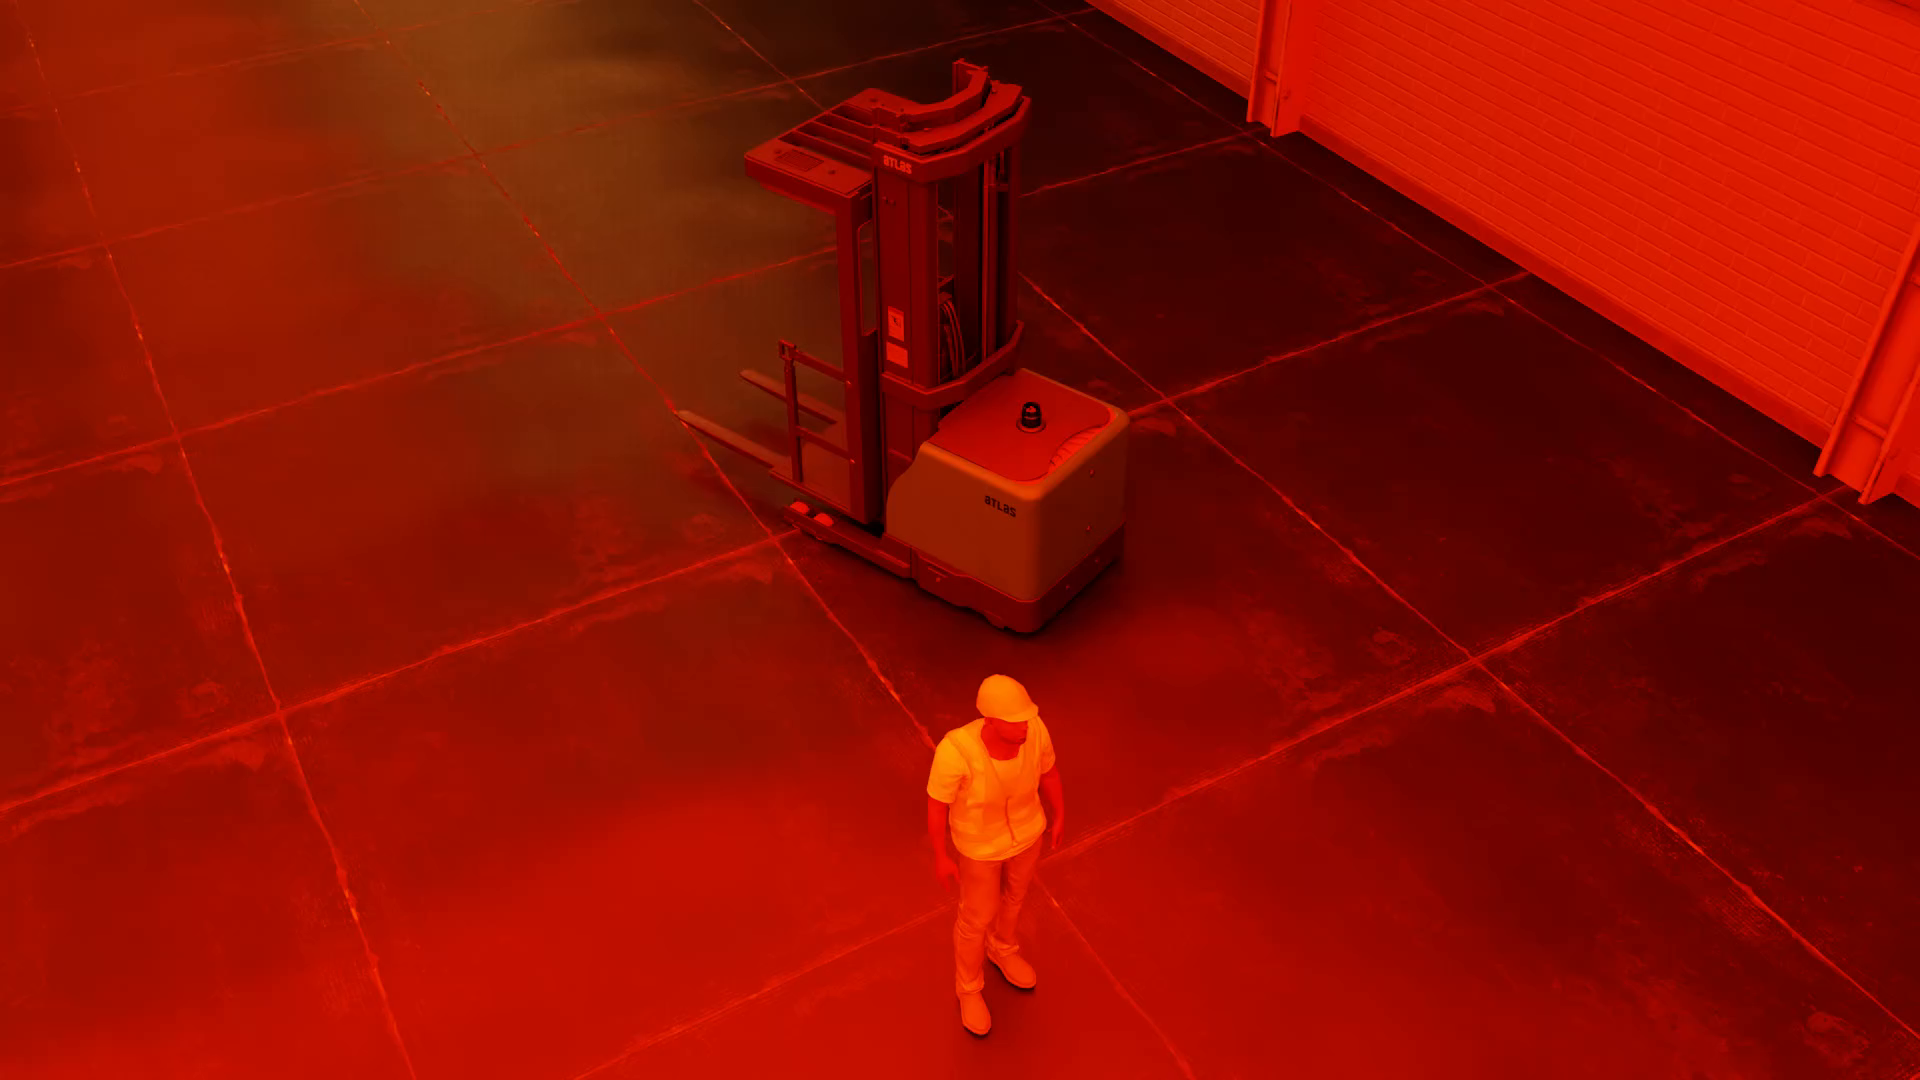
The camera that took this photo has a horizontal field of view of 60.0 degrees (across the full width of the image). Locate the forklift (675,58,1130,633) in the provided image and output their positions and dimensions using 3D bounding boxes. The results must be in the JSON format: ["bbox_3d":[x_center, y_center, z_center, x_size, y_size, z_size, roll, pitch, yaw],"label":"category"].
[{"bbox_3d":[-0.481,-1.366,9.683,3.031,2.935,1.130,26,46,28],"label":"forklift"}]

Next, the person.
[{"bbox_3d":[0.204,1.348,7.312,0.666,1.765,0.577,-19,43,-22],"label":"person"}]
